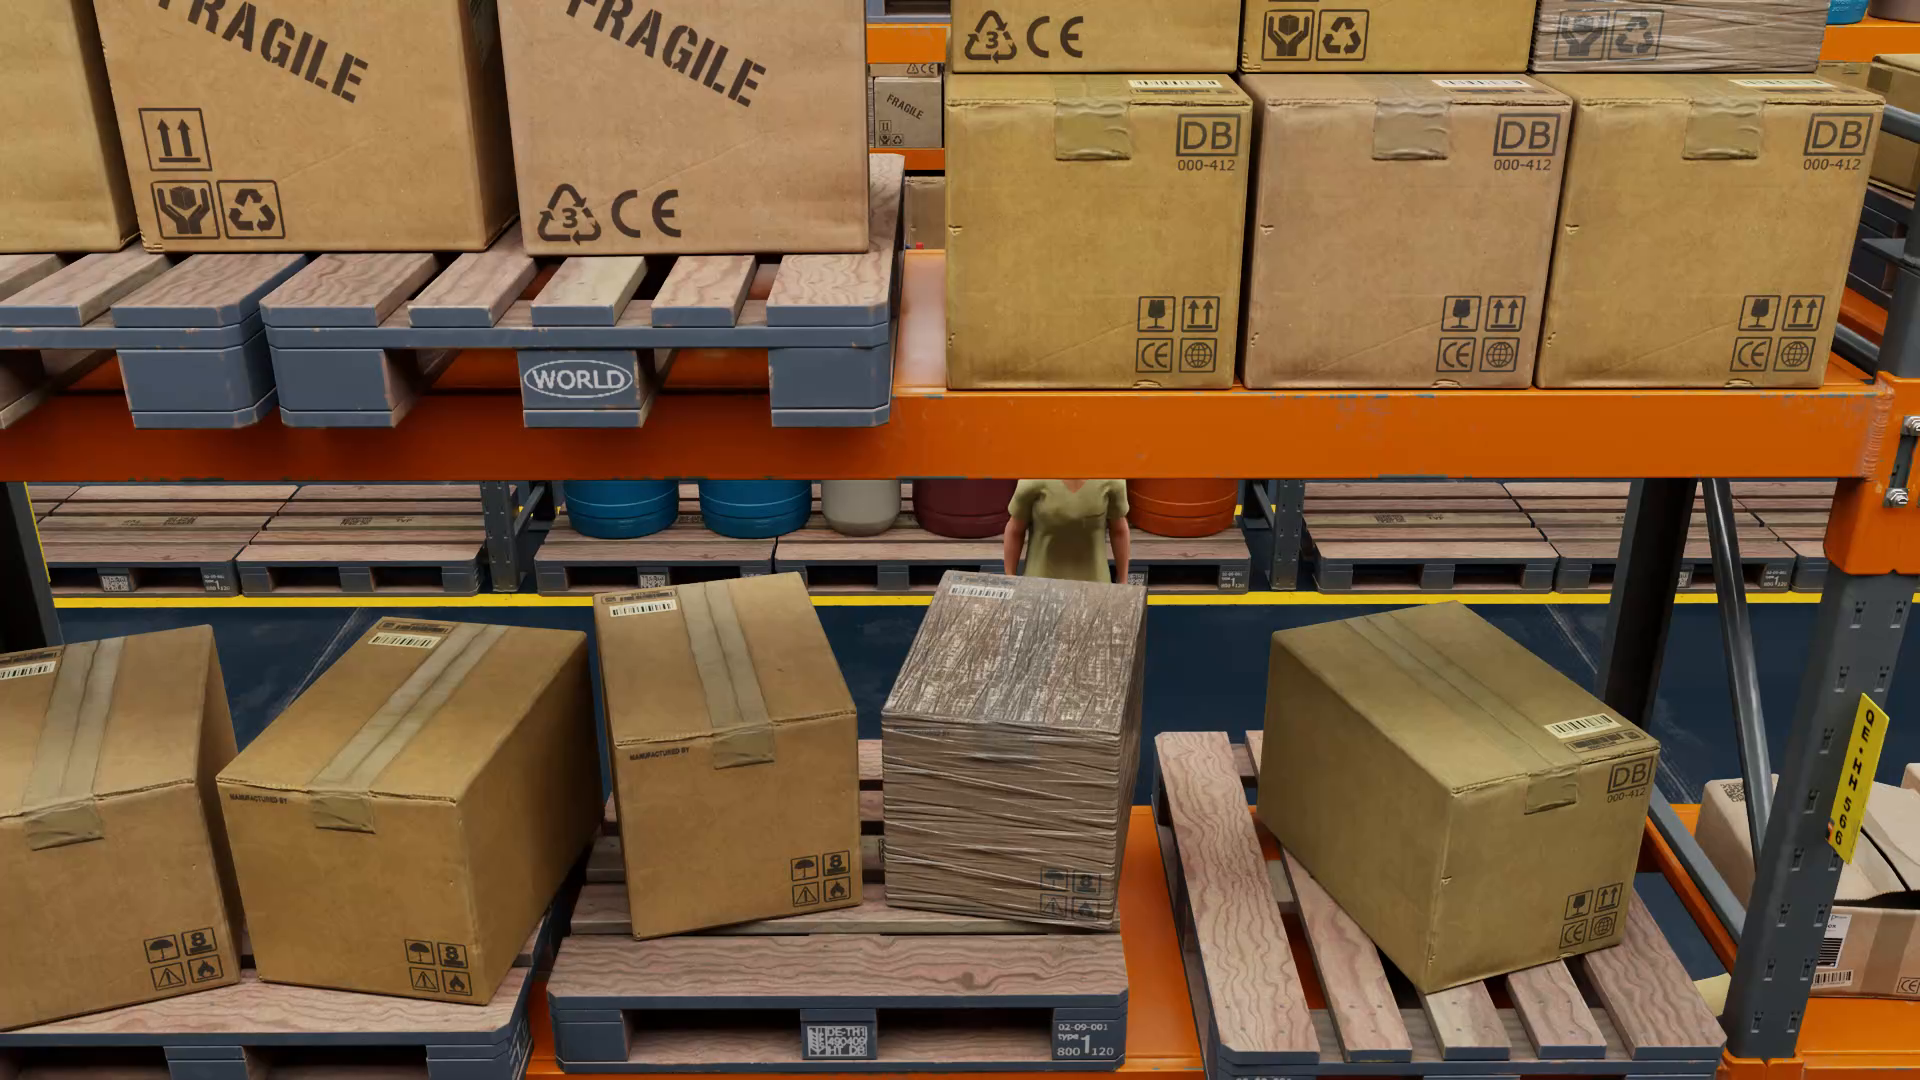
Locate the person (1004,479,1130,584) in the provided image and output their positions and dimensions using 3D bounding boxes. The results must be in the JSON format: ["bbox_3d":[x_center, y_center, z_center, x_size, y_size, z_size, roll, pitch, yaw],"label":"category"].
[{"bbox_3d":[0.420,0.217,6.623,0.521,1.672,0.356,-2,24,-3],"label":"person"}]
